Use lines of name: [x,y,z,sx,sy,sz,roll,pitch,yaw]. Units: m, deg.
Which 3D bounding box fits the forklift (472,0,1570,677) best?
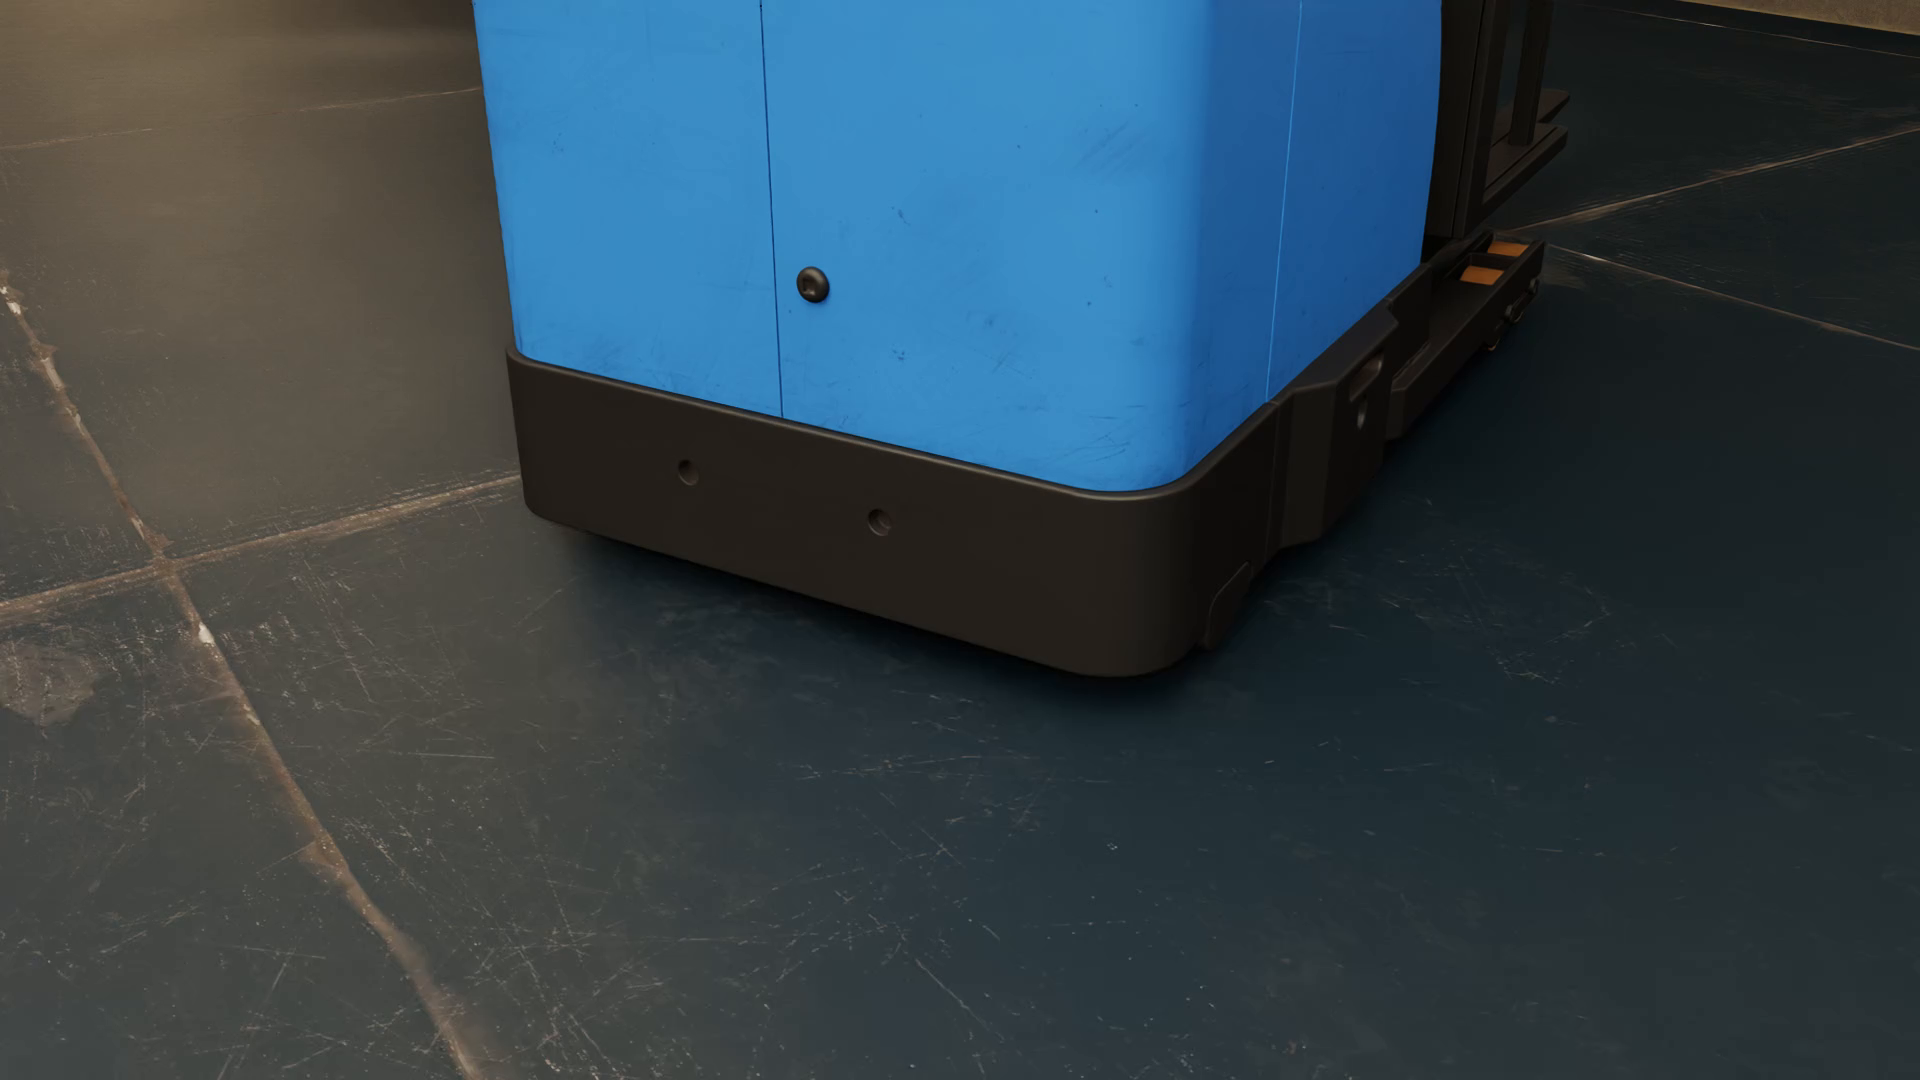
forklift: [0.530,-1.766,2.753,1.130,2.935,3.031,15,30,27]
